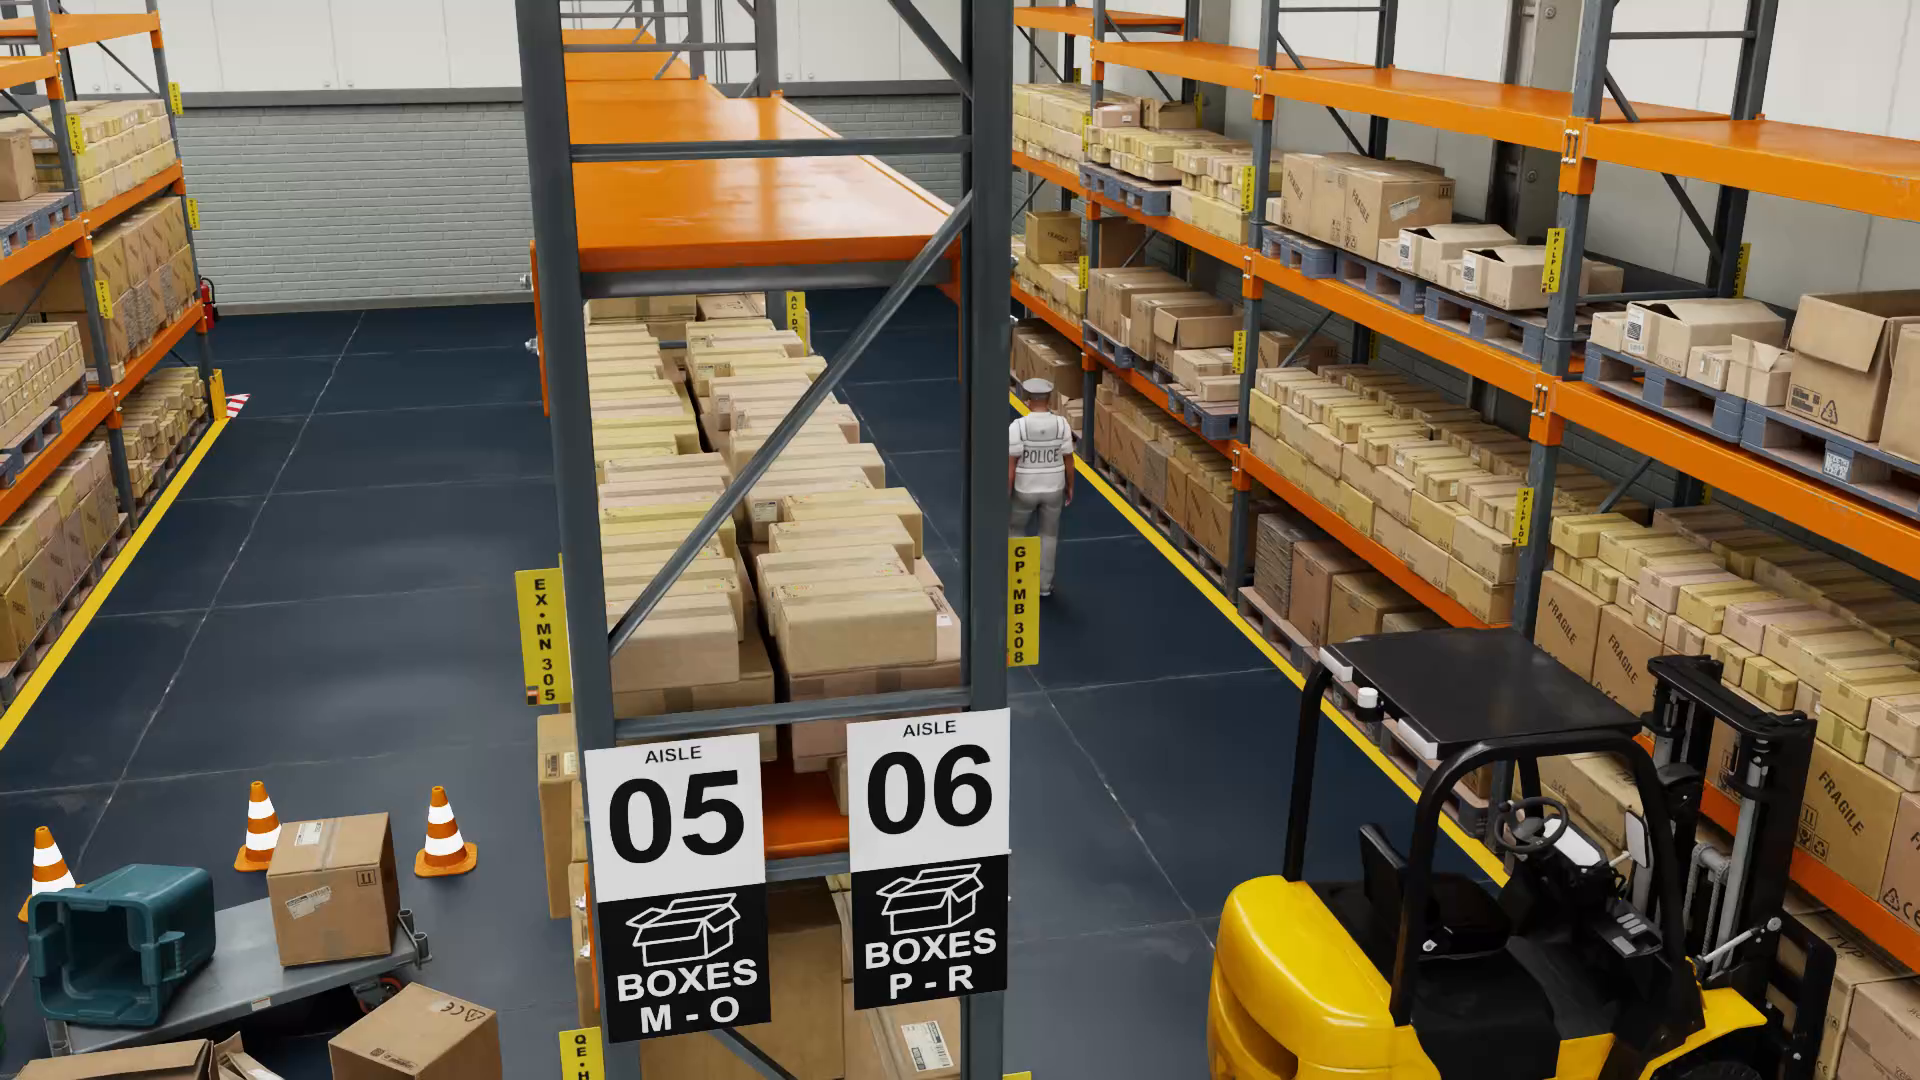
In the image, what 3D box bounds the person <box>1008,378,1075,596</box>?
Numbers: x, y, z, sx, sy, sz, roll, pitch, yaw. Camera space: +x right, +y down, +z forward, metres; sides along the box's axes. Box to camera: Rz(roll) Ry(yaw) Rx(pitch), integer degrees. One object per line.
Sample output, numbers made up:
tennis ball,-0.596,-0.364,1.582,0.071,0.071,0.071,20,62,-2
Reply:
person,0.608,-0.417,13.255,0.581,1.784,0.534,-3,20,-7
